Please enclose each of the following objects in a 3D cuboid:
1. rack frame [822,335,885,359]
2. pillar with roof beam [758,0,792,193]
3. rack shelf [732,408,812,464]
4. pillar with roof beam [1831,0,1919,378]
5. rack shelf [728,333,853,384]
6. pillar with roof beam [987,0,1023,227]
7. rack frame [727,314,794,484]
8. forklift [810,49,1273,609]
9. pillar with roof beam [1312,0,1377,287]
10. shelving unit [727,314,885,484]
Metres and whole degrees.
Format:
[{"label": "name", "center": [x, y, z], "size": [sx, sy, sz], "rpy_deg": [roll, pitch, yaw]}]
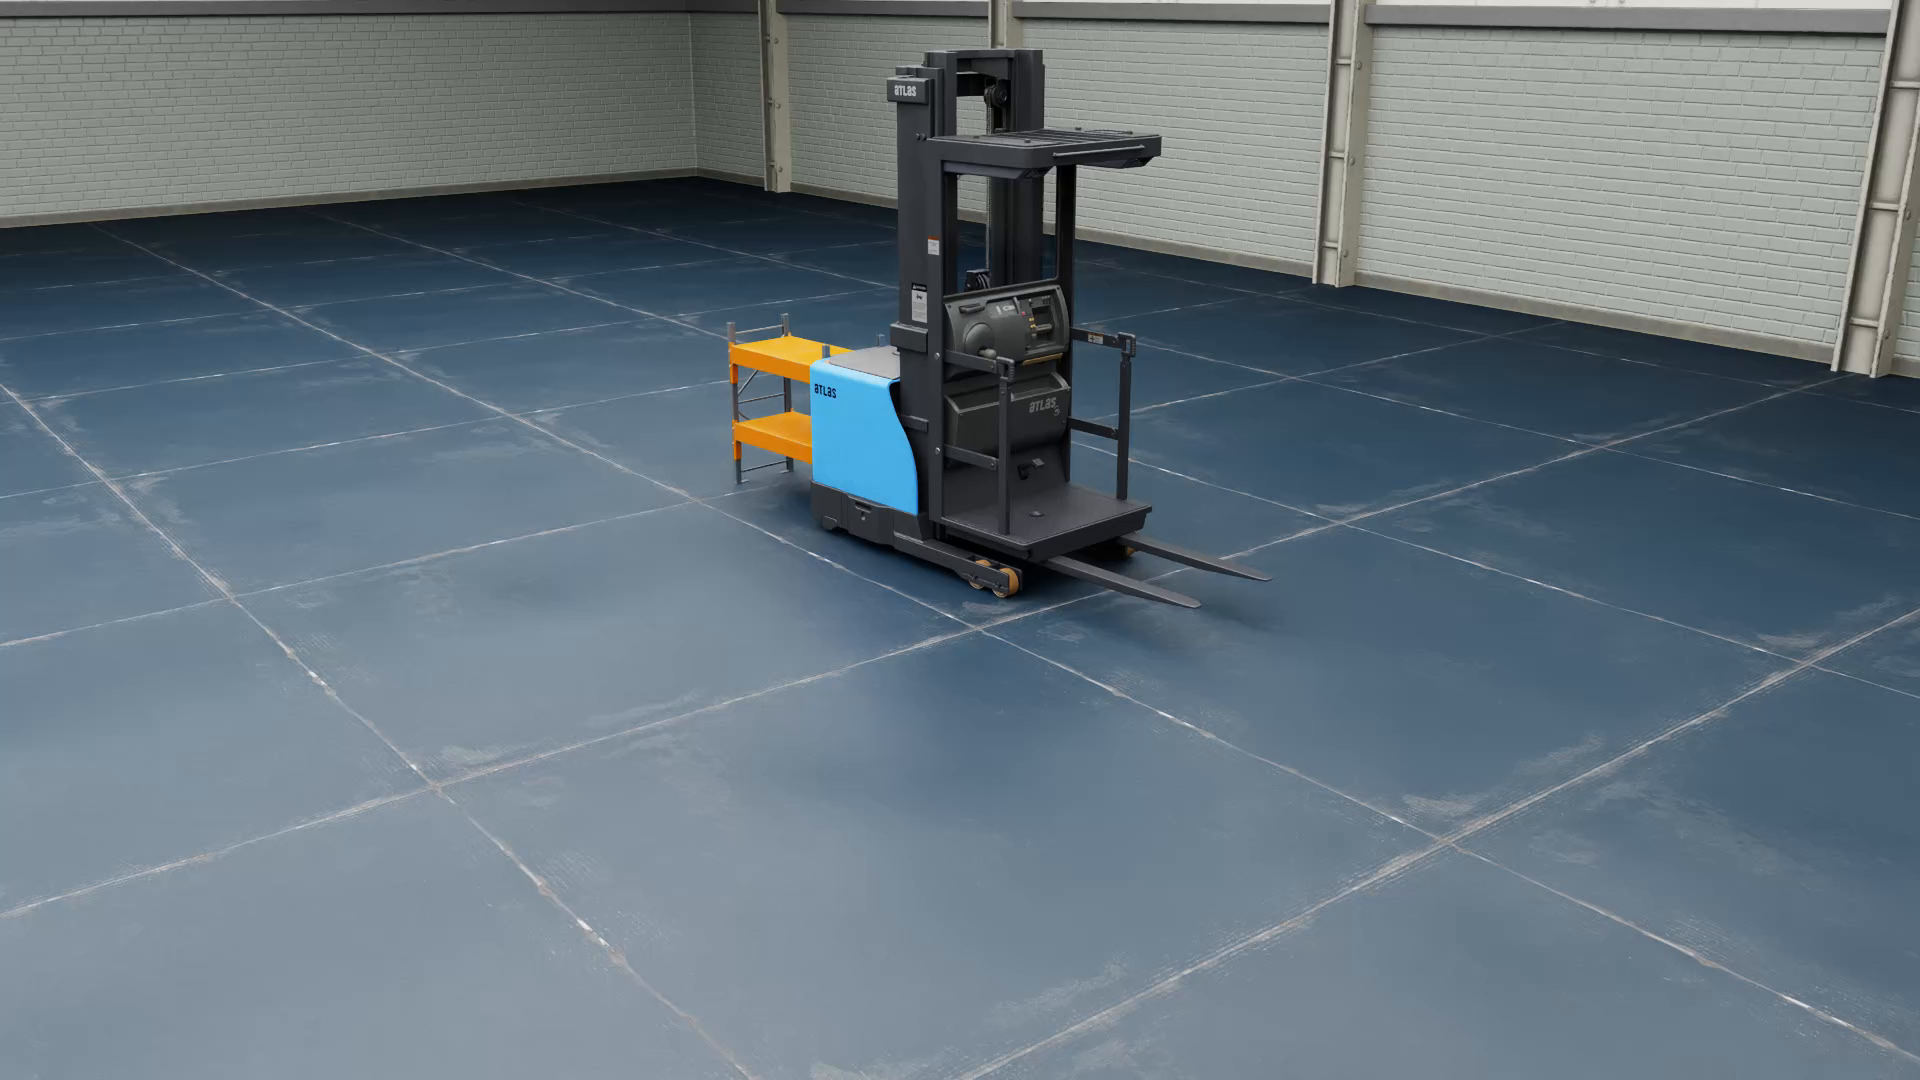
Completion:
[{"label": "rack frame", "center": [-0.681, -0.746, 10.825], "size": [0.500, 1.125, 0.032], "rpy_deg": [-16, 24, -41]}, {"label": "pillar with roof beam", "center": [-6.469, -9.377, 24.364], "size": [9.100, 9.000, 0.400], "rpy_deg": [-14, 23, -36]}, {"label": "rack shelf", "center": [-1.029, -0.630, 11.253], "size": [0.538, 0.278, 1.000], "rpy_deg": [-16, 24, -41]}, {"label": "pillar with roof beam", "center": [4.707, -4.941, 10.969], "size": [9.100, 9.000, 0.400], "rpy_deg": [-14, 23, -36]}, {"label": "rack shelf", "center": [-1.029, -1.140, 11.085], "size": [0.538, 0.278, 1.000], "rpy_deg": [-16, 24, -41]}, {"label": "pillar with roof beam", "center": [-2.743, -7.898, 19.899], "size": [9.100, 9.000, 0.400], "rpy_deg": [-14, 23, -36]}, {"label": "rack frame", "center": [-1.378, -0.978, 11.528], "size": [0.500, 1.125, 0.032], "rpy_deg": [-16, 24, -41]}, {"label": "forklift", "center": [0.425, -1.249, 9.470], "size": [1.130, 2.935, 3.031], "rpy_deg": [-16, 24, -40]}, {"label": "pillar with roof beam", "center": [0.982, -6.420, 15.434], "size": [9.100, 9.000, 0.400], "rpy_deg": [-14, 23, -36]}, {"label": "shelving unit", "center": [-1.029, -0.862, 11.177], "size": [0.538, 1.125, 1.048], "rpy_deg": [-16, 24, -41]}]
